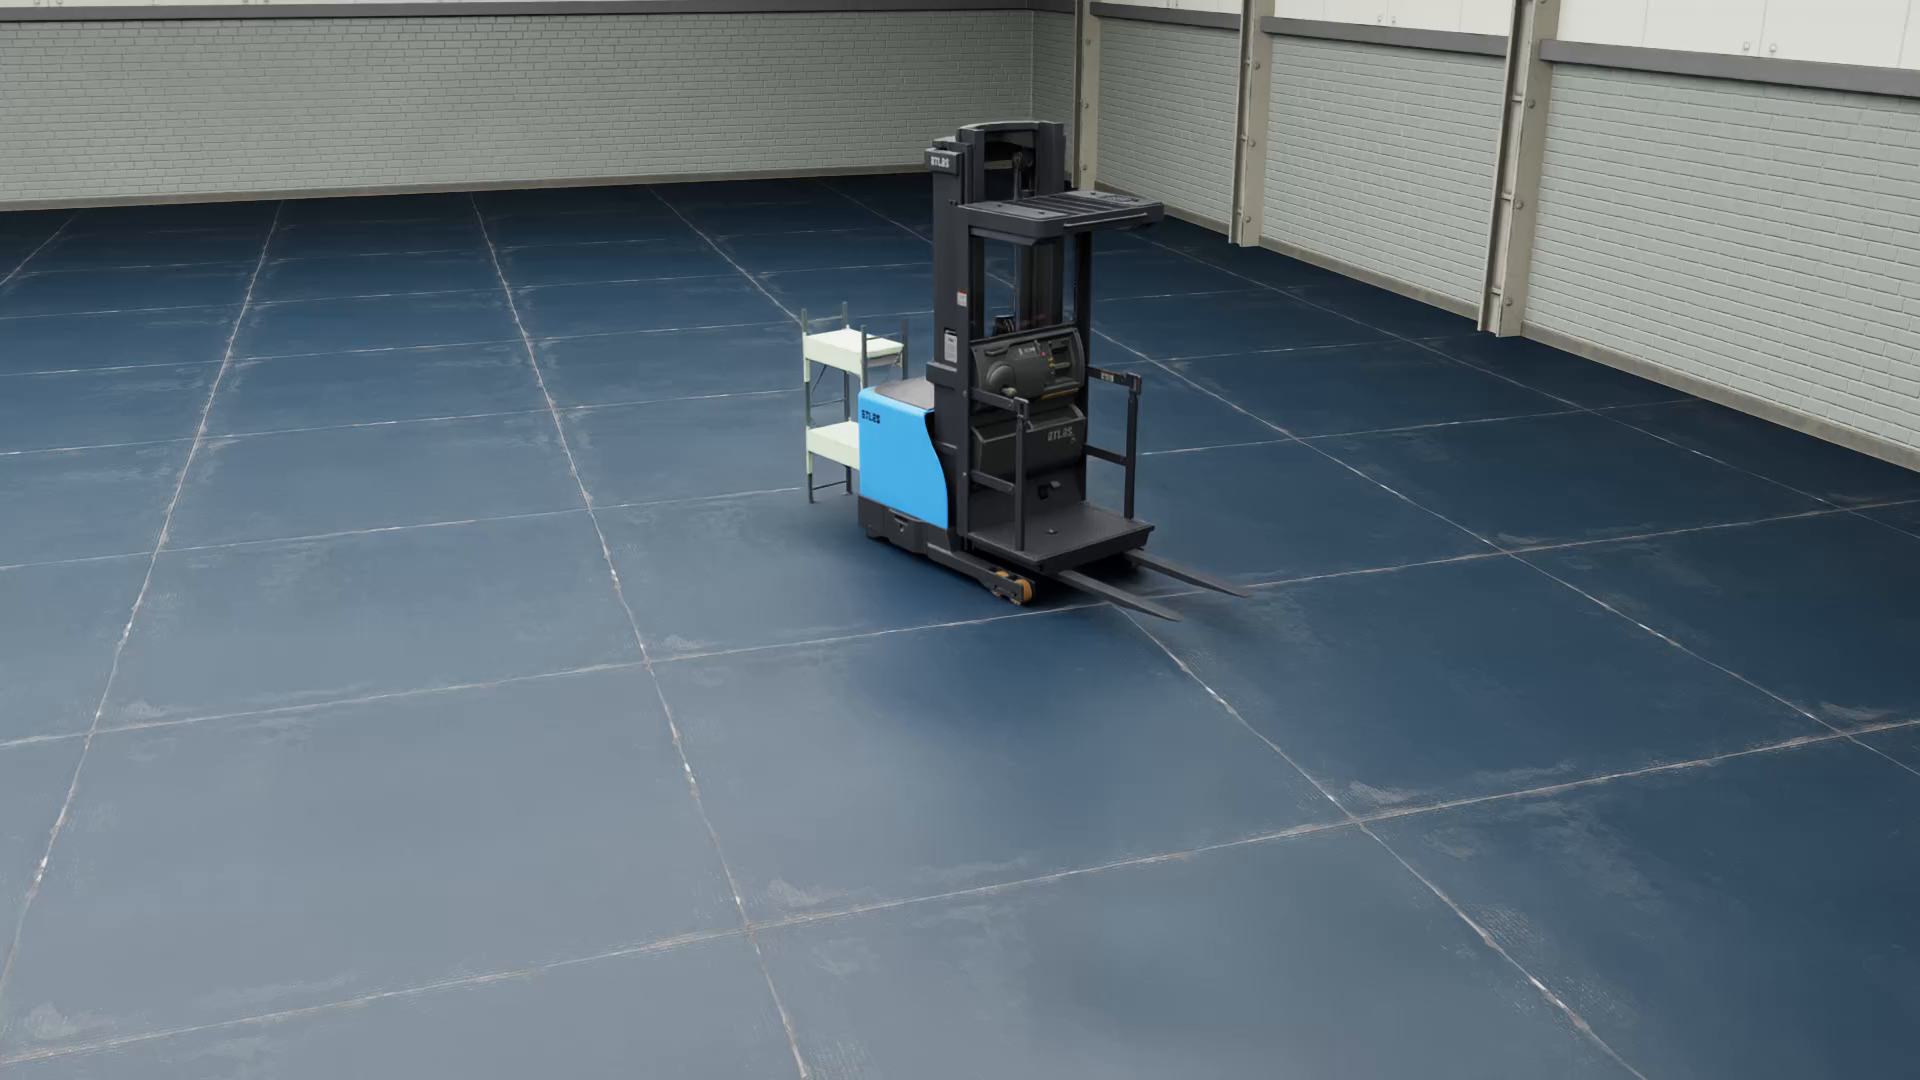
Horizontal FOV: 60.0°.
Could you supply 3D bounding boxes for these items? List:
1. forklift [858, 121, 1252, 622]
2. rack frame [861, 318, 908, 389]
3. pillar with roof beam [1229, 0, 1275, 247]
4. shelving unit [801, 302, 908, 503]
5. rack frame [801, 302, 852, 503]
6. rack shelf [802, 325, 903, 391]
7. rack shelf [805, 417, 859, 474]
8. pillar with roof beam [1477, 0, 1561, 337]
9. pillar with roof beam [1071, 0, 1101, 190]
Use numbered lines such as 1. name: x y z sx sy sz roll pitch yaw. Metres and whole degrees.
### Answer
1. forklift: 0.593 -1.152 10.787 1.130 2.935 3.031 -16 25 -37
2. rack frame: -0.535 -0.841 12.039 0.400 1.500 0.023 -16 25 -37
3. pillar with roof beam: -0.046 -7.983 20.829 9.100 9.000 0.400 -6 21 -17
4. shelving unit: -0.769 -0.936 12.303 0.431 1.500 0.755 -16 25 -37
5. rack frame: -1.003 -1.031 12.568 0.400 1.500 0.023 -16 25 -37
6. rack shelf: -0.769 -1.303 12.172 0.431 0.370 0.720 -16 25 -37
7. rack shelf: -0.769 -0.629 12.414 0.431 0.370 0.720 -16 25 -37
8. pillar with roof beam: 1.840 -6.057 15.468 9.100 9.000 0.400 -6 21 -17
9. pillar with roof beam: -1.931 -9.908 26.190 9.100 9.000 0.400 -6 21 -17
